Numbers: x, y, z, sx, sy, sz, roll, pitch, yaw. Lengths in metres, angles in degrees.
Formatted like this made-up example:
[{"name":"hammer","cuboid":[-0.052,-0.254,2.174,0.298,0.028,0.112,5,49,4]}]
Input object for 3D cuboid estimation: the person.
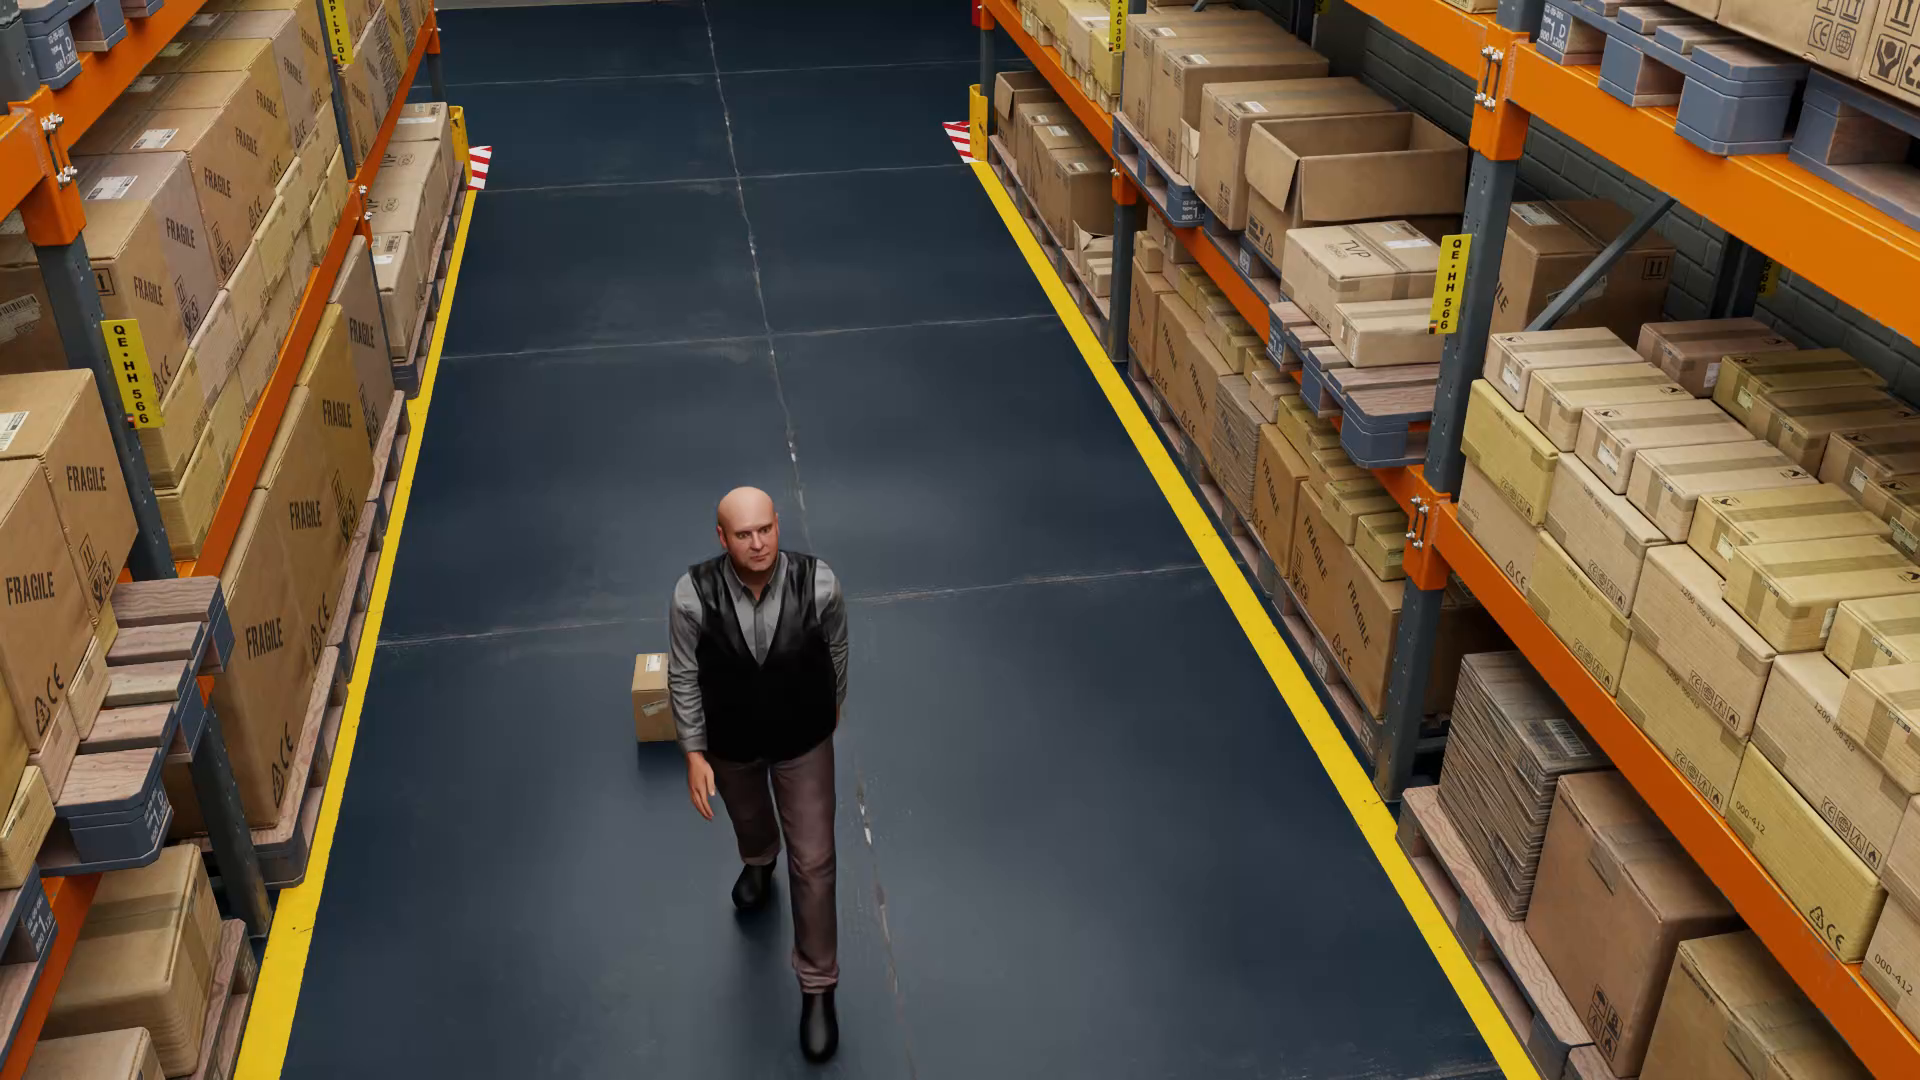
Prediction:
[{"name":"person","cuboid":[-0.597,0.635,5.049,0.537,1.687,0.956,-2,31,-3]}]
